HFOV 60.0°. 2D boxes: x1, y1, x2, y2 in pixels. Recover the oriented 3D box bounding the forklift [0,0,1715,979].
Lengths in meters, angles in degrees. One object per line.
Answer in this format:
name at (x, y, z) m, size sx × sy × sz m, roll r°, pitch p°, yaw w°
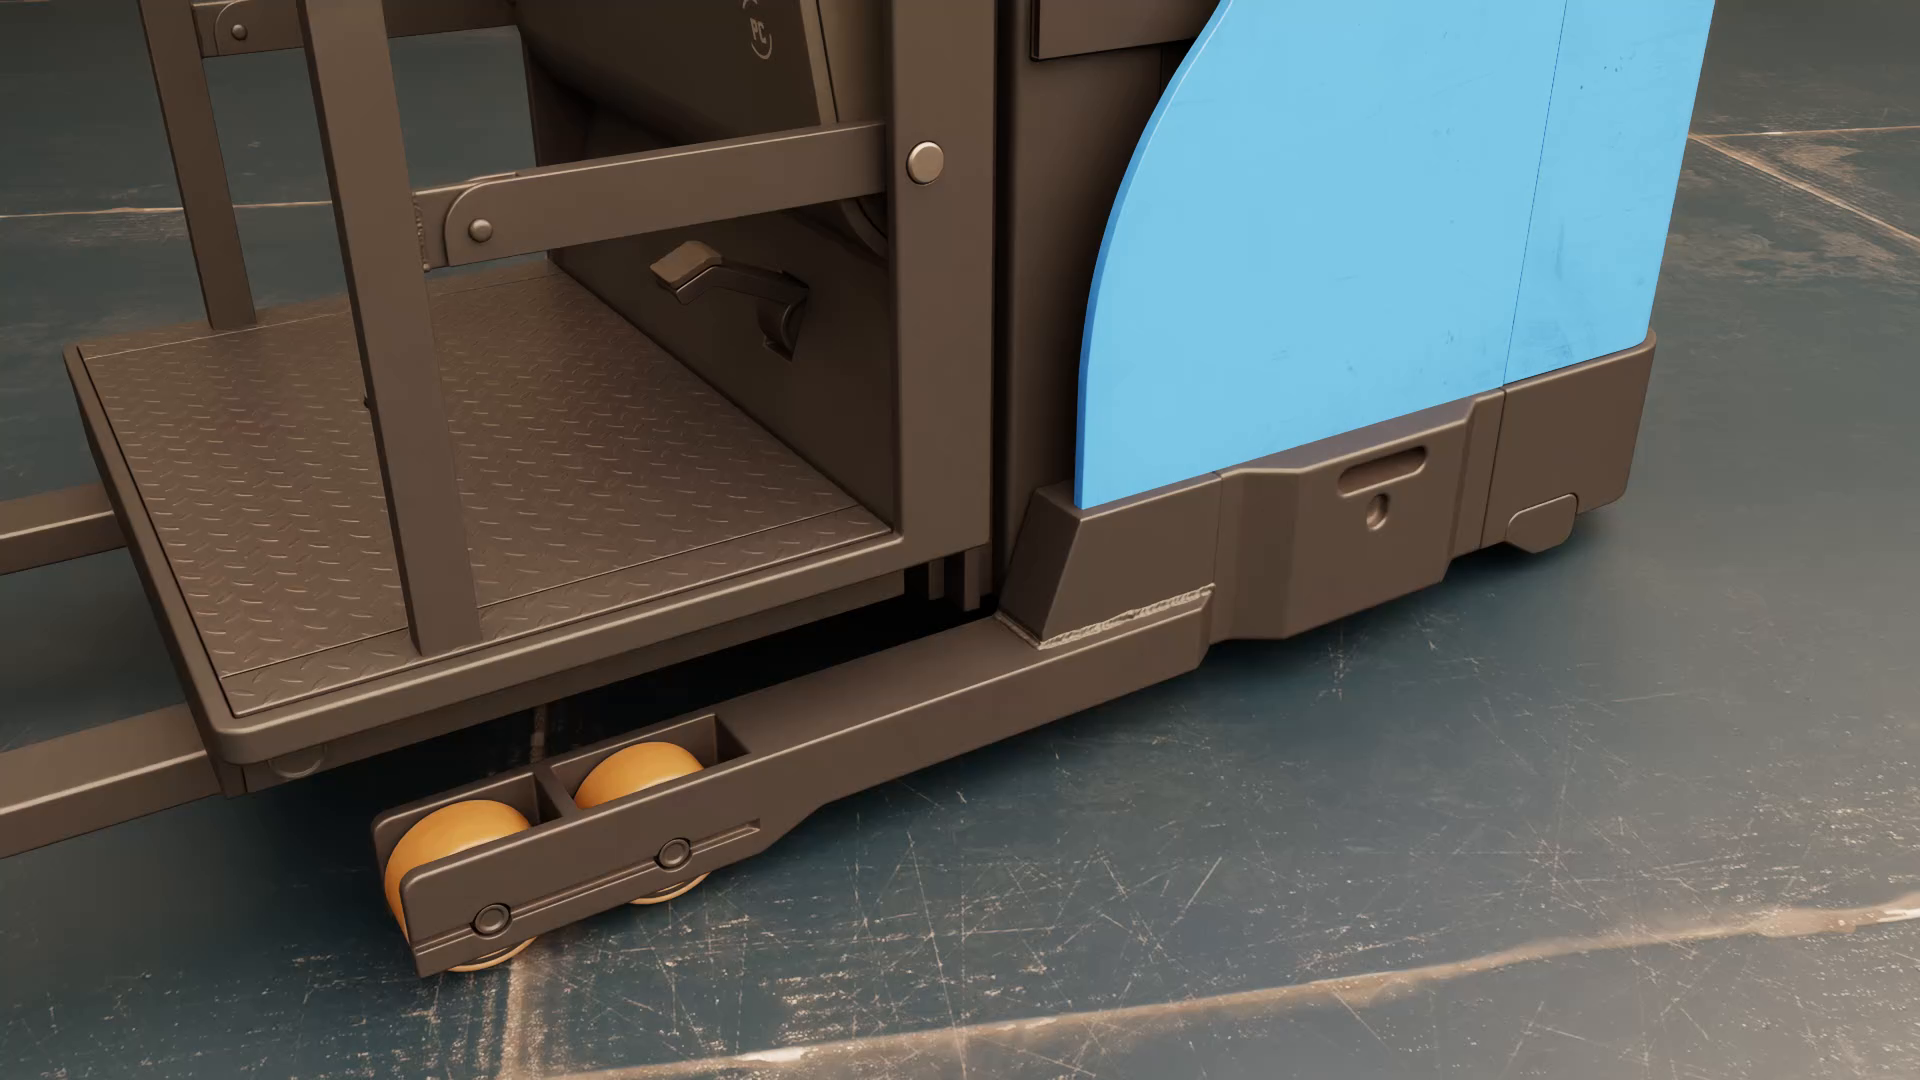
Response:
forklift at (-0.516, -1.144, 1.529) m, size 3.031 × 2.935 × 1.130 m, roll -16°, pitch 32°, yaw -28°
